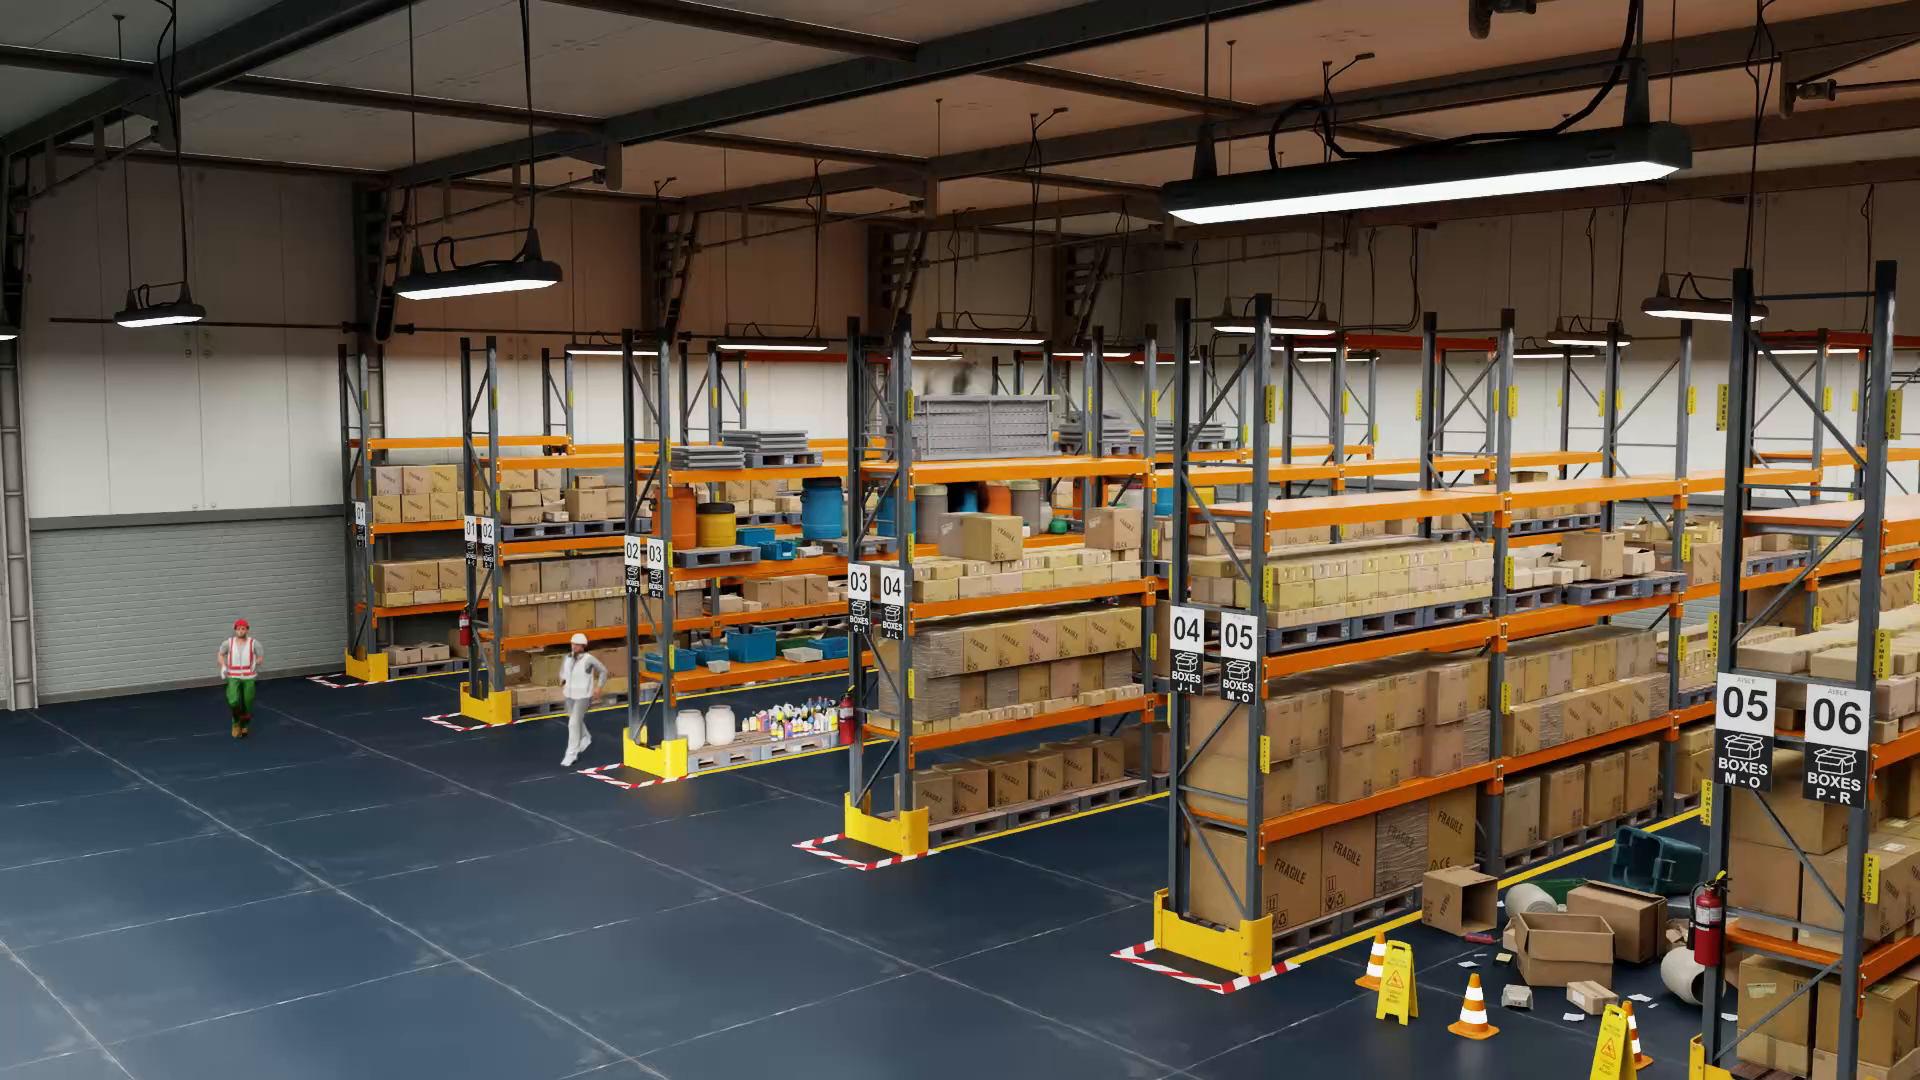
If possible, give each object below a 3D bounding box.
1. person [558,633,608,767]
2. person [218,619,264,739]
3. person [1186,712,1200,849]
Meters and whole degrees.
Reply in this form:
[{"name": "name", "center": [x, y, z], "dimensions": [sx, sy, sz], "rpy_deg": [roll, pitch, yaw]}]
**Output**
[{"name": "person", "center": [-5.302, 2.200, 23.222], "dimensions": [0.690, 1.816, 0.837], "rpy_deg": [3, 6, 26]}, {"name": "person", "center": [-10.680, 2.067, 24.719], "dimensions": [0.633, 1.773, 0.674], "rpy_deg": [-2, 6, -23]}, {"name": "person", "center": [2.789, 2.637, 18.853], "dimensions": [0.647, 1.695, 0.926], "rpy_deg": [4, 6, 36]}]
